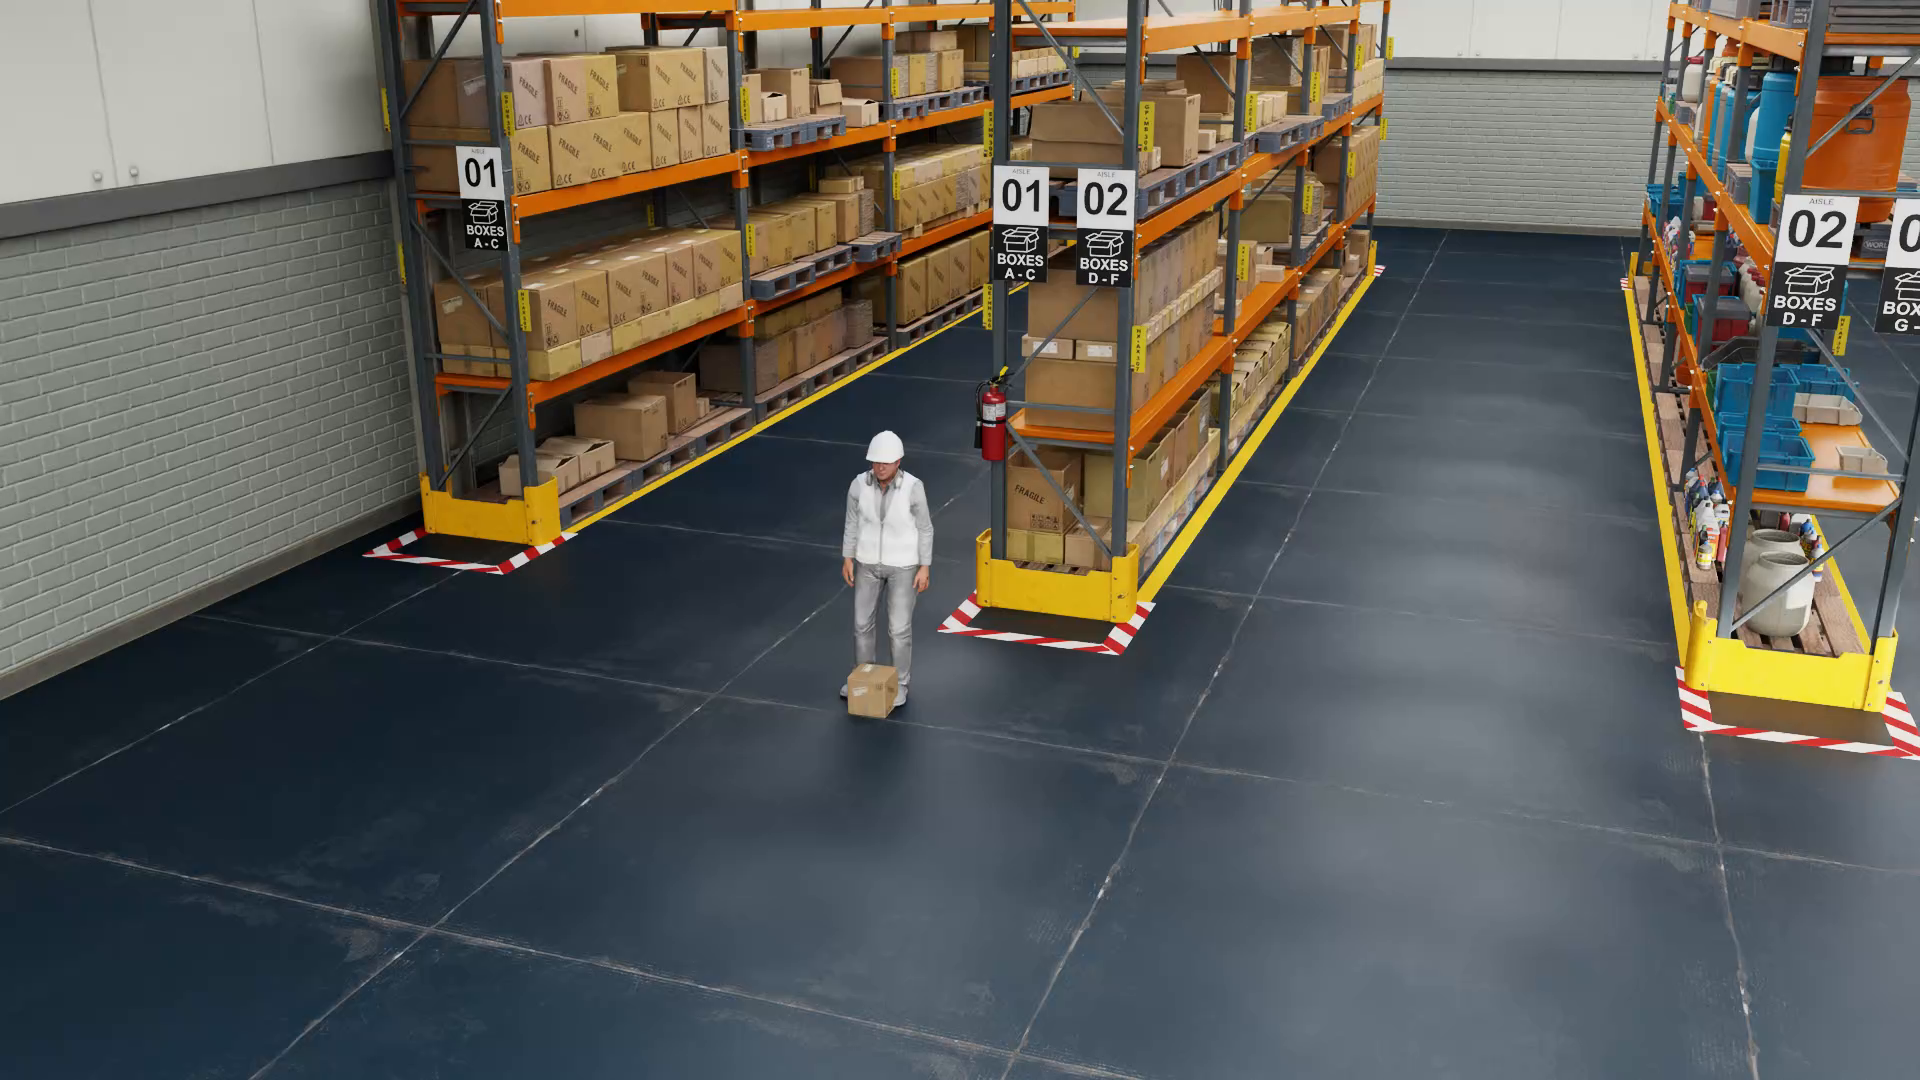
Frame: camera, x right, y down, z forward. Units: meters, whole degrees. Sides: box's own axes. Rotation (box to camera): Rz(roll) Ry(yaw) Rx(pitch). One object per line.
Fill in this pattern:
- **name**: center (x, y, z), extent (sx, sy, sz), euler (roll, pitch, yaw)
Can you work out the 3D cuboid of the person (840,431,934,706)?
- **person**: center (-0.466, 0.159, 10.547), extent (0.594, 1.770, 0.470), euler (5, 19, 15)
